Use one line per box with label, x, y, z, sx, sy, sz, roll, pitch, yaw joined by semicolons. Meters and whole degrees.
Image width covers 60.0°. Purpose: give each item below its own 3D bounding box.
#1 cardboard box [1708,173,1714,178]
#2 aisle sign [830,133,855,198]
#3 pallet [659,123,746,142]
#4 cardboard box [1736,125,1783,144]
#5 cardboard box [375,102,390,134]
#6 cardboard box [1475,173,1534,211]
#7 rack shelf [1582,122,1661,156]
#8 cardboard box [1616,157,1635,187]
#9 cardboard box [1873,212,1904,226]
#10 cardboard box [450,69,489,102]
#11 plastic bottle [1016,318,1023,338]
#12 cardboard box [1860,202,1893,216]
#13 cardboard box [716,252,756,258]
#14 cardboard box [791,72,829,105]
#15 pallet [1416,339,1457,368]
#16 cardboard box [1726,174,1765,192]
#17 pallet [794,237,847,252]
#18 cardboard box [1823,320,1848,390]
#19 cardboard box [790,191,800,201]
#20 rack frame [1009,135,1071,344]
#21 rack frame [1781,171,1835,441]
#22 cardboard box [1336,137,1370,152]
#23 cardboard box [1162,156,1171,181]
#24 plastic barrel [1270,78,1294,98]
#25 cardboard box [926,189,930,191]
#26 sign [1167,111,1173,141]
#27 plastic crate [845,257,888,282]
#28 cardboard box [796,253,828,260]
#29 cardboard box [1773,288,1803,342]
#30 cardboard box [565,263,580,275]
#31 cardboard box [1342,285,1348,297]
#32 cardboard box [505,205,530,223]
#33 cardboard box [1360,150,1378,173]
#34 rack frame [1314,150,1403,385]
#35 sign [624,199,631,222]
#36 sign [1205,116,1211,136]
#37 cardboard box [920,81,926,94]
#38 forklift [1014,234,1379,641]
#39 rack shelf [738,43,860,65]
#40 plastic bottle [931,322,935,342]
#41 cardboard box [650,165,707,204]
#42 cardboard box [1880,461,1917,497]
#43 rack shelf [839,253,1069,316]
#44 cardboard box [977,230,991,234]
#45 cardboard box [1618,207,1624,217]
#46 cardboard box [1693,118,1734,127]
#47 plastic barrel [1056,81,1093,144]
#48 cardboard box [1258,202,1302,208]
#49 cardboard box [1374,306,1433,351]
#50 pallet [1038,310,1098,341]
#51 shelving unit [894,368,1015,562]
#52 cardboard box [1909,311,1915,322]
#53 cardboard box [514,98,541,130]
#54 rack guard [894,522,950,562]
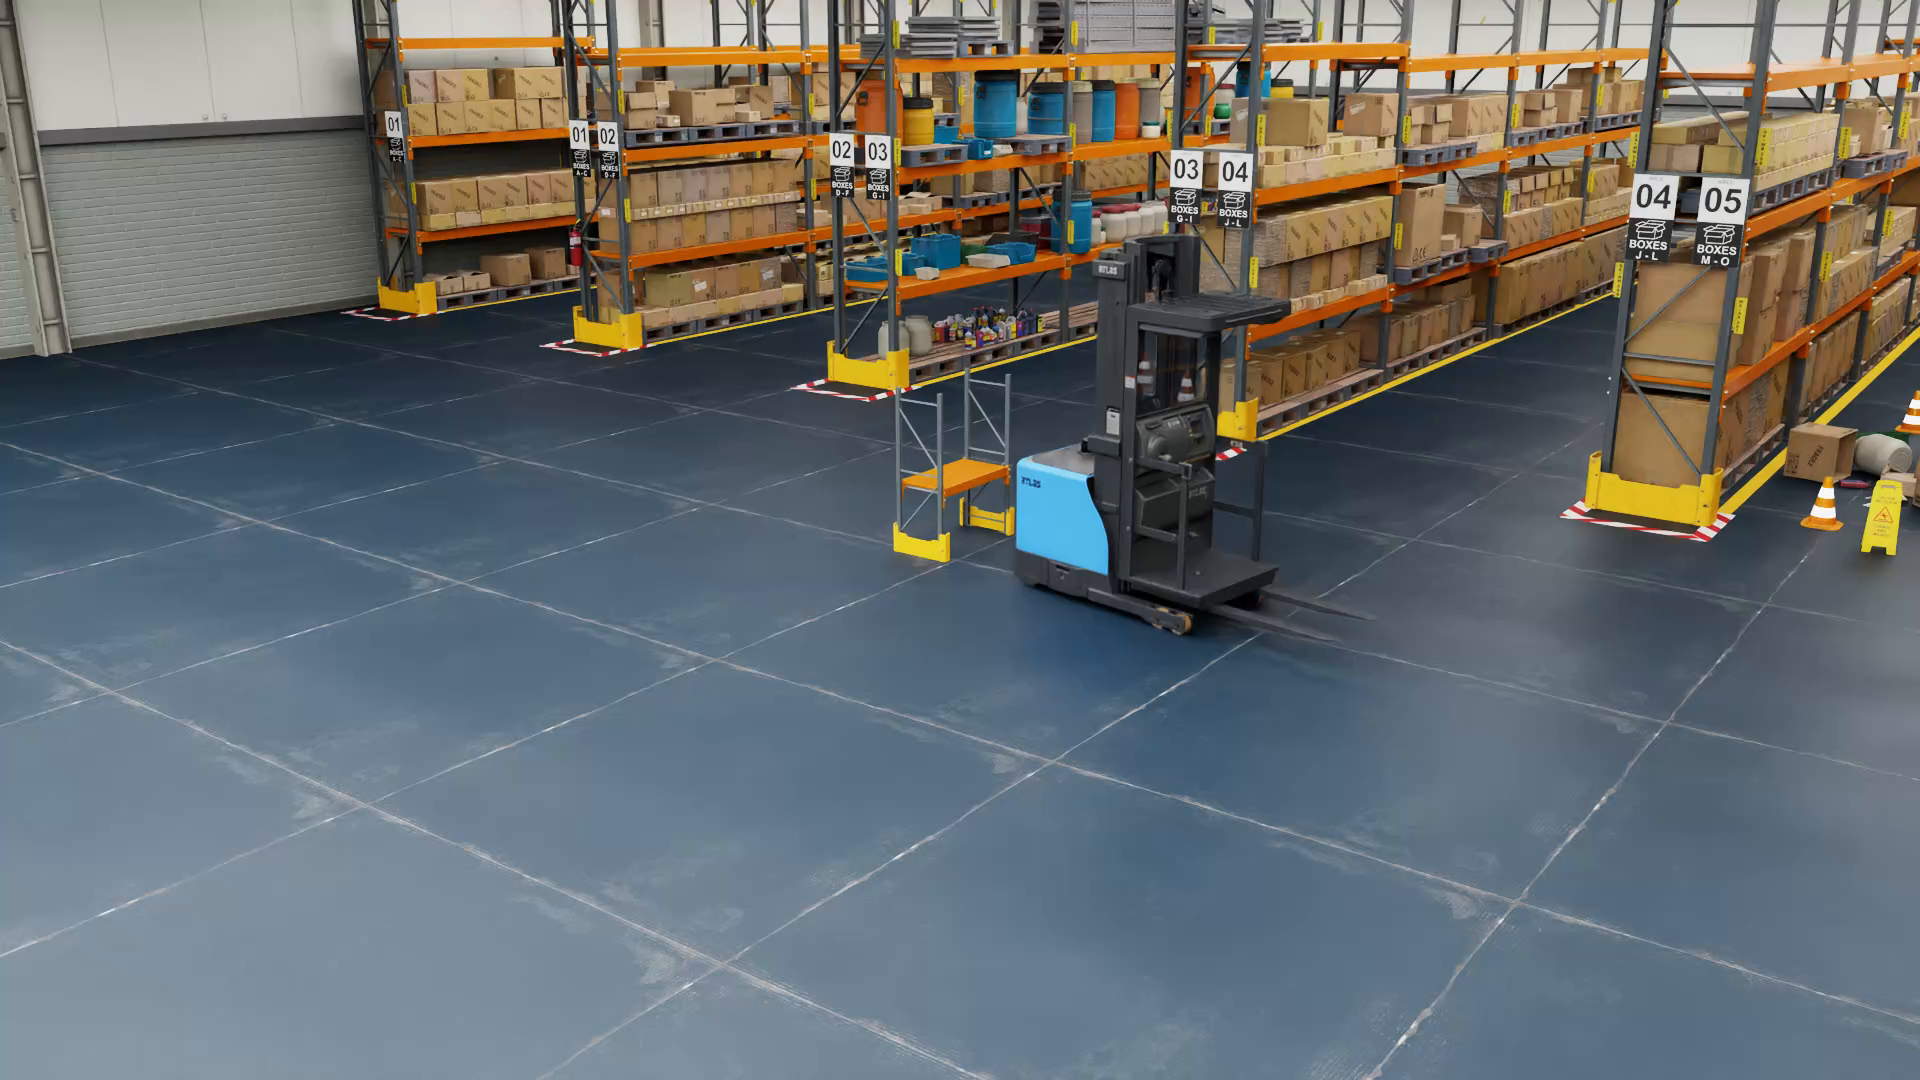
cardboard box;7.218;-3.642;16.410;0.380;0.149;0.250;12;21;34
aisle sign;-1.497;-4.752;21.113;0.394;0.787;0.004;12;21;35
pallet;-4.023;-6.198;25.241;1.003;0.211;1.213;12;21;35
cardboard box;7.442;-3.785;15.526;0.380;0.149;0.250;12;21;34
cardboard box;-9.127;-6.860;27.023;0.500;0.500;0.500;14;22;39
cardboard box;8.368;-5.359;25.588;0.797;0.503;0.637;13;21;36
rack shelf;11.104;-7.024;28.965;1.077;0.370;4.000;12;21;35
cardboard box;12.216;-6.677;30.181;0.500;0.500;0.500;13;21;35
cardboard box;13.133;-4.547;23.546;0.380;0.149;0.250;12;21;33
cardboard box;-8.111;-7.477;27.323;0.500;0.500;0.500;13;22;36
plastic bottle;0.838;-3.045;23.836;0.061;0.283;0.133;14;22;38
cardboard box;13.897;-4.913;25.343;0.500;0.500;0.500;12;21;35
cardboard box;-3.627;-4.374;26.943;0.500;0.500;0.500;12;21;35
cardboard box;-2.409;-7.364;27.128;0.500;0.500;0.500;13;21;35
pallet;6.335;-2.699;23.585;1.003;0.211;1.213;12;21;35
cardboard box;7.147;-3.286;15.262;0.380;0.149;0.250;13;21;35
pallet;-3.147;-6.264;35.065;1.003;0.211;1.213;12;21;35
cardboard box;10.499;-2.393;20.985;1.050;0.750;0.750;13;21;36
cardboard box;-2.798;-5.559;26.832;0.380;0.149;0.250;12;21;35
rack frame;1.168;-4.428;24.452;1.000;3.000;0.127;12;21;35
rack frame;9.069;-2.653;18.734;1.000;3.000;0.127;12;21;35
cardboard box;4.728;-4.783;20.117;0.380;0.149;0.250;12;21;33
cardboard box;4.294;-8.056;35.964;0.500;0.500;0.500;13;22;36
plastic barrel;5.554;-7.803;29.237;0.600;0.588;0.600;0;17;0
cardboard box;-0.663;-7.993;38.345;0.380;0.149;0.250;13;21;35
sign;2.329;-4.559;18.321;0.100;0.325;0.005;12;21;35
plastic crate;-1.157;-3.577;21.961;0.499;0.251;0.616;12;21;35
cardboard box;-2.492;-4.732;28.412;0.500;0.311;0.500;13;22;36
cardboard box;8.549;-2.499;17.987;0.875;0.550;0.550;12;21;35
cardboard box;-7.083;-4.903;30.017;0.380;0.166;0.250;9;20;28
cardboard box;4.586;-3.108;20.623;0.380;0.149;0.250;12;21;35
cardboard box;-7.717;-5.591;28.415;0.500;0.250;0.500;13;21;35
cardboard box;4.764;-4.637;20.318;0.500;0.250;0.500;13;22;36
rack frame;5.146;-3.553;21.634;1.000;3.000;0.127;12;21;35
sign;-4.749;-4.704;23.745;0.100;0.325;0.005;12;21;35
sign;3.997;-6.668;26.783;0.100;0.325;0.005;12;21;35
cardboard box;-1.083;-9.930;36.488;0.500;0.250;0.500;12;21;34
forklift;1.859;-0.837;13.005;3.031;2.935;1.130;16;24;42
rack shelf;-3.213;-9.939;33.968;1.077;0.370;4.000;12;21;35
plastic bottle;-0.418;-2.934;23.480;0.061;0.283;0.133;13;22;36
cardboard box;-4.263;-5.387;25.183;0.700;0.500;0.500;13;21;35
cardboard box;9.524;-0.612;16.773;0.258;0.266;0.396;-16;23;-41
rack shelf;-0.024;-3.608;23.025;1.077;0.370;4.000;12;21;35
cardboard box;0.253;-5.661;31.895;0.500;0.500;0.500;12;21;33
cardboard box;11.437;-5.784;29.242;0.380;0.149;0.250;13;21;36
cardboard box;7.522;-4.145;16.684;0.380;0.149;0.250;13;21;35
plastic barrel;1.686;-6.416;24.948;0.600;0.901;0.600;0;17;0
cardboard box;3.789;-3.799;20.069;0.500;0.500;0.500;12;21;35
cardboard box;6.161;-2.955;23.182;0.700;0.500;0.500;10;20;30
pallet;1.605;-3.291;25.490;1.003;0.211;1.213;12;21;35
shelving unit;-0.045;-0.698;14.969;0.587;1.500;1.083;12;21;35
cardboard box;14.310;-3.427;25.327;0.380;0.149;0.250;11;21;32
cardboard box;-7.502;-7.248;28.272;0.500;0.500;0.500;11;21;33
rack guard;-0.342;0.017;14.773;0.587;0.250;0.087;12;21;35
